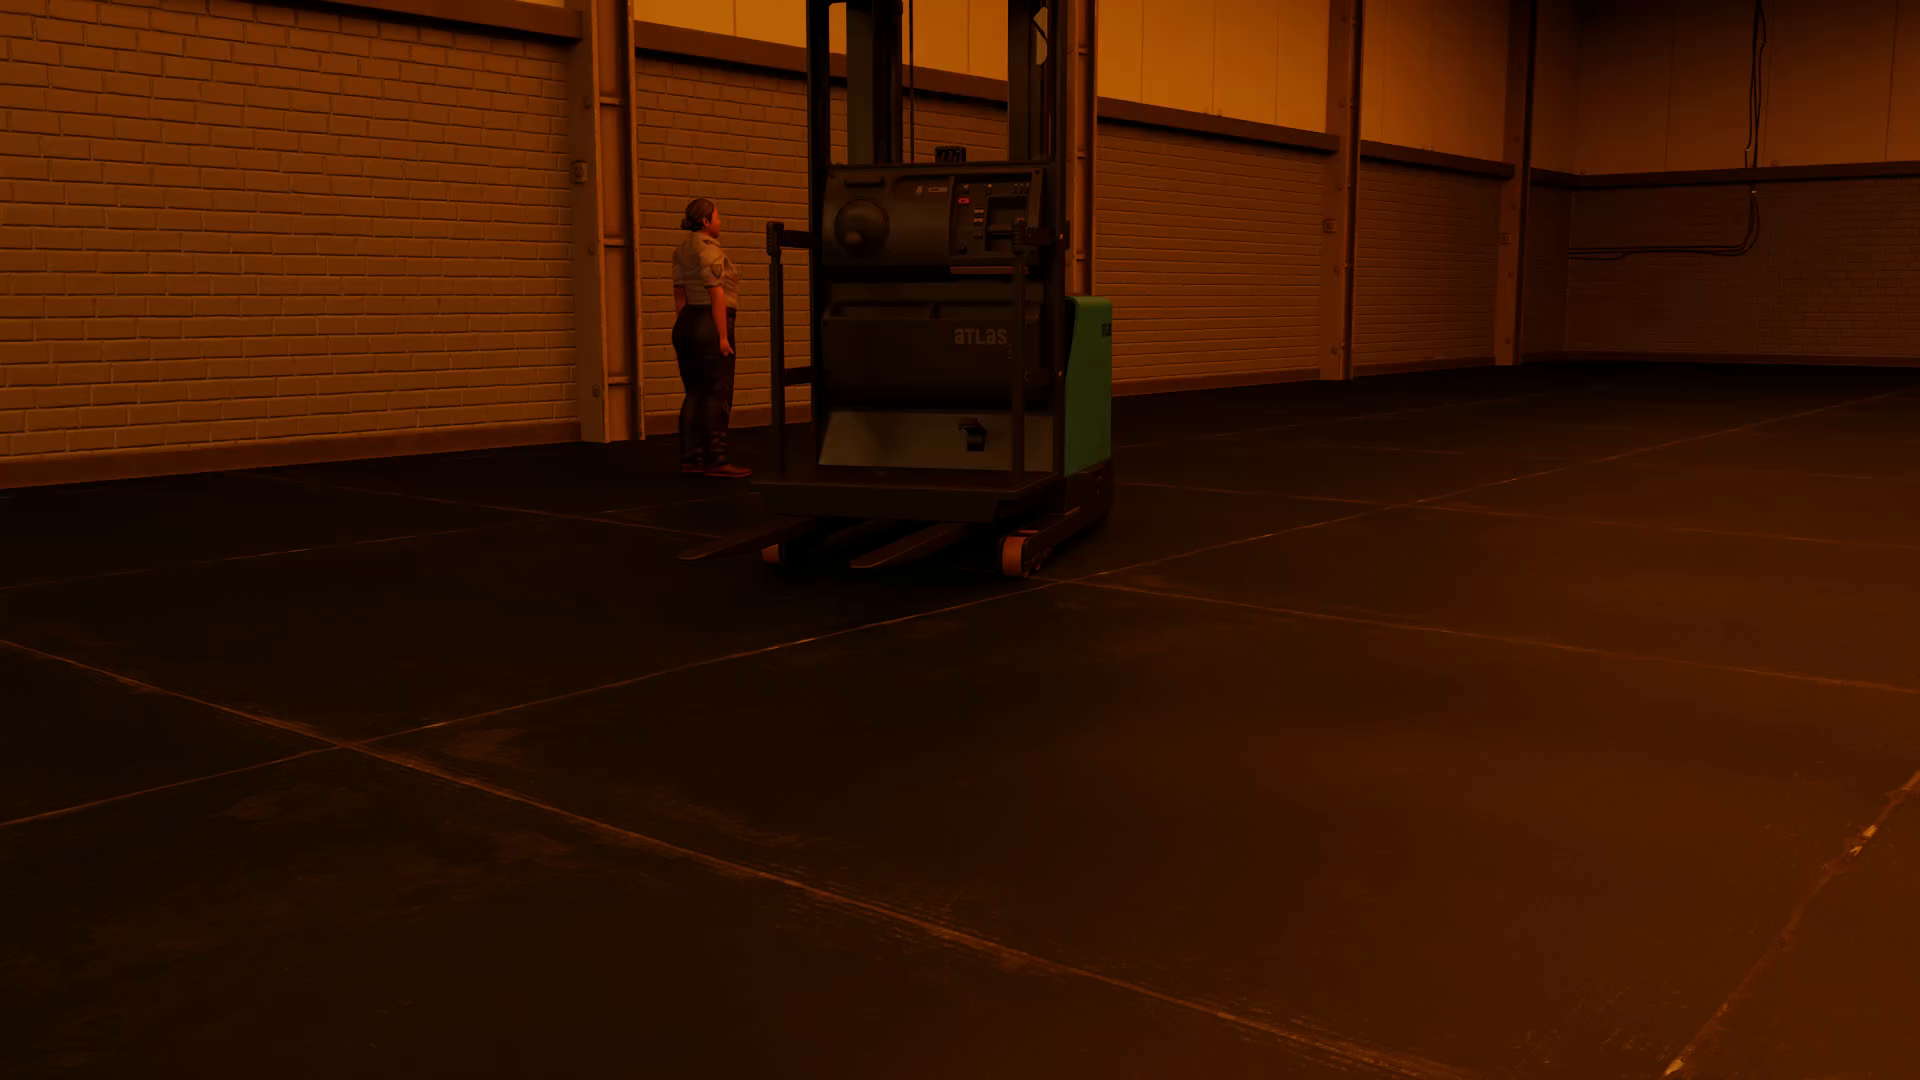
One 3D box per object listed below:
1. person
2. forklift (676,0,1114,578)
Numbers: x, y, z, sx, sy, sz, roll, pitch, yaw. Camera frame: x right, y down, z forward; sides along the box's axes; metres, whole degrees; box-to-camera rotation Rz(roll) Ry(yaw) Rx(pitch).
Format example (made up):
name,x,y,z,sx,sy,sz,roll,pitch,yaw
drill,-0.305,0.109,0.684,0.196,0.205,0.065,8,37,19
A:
name,x,y,z,sx,sy,sz,roll,pitch,yaw
person,-1.511,-1.198,9.959,0.348,1.639,0.479,-7,11,-39
forklift,-0.176,-1.366,6.616,1.130,2.935,3.031,3,9,17
